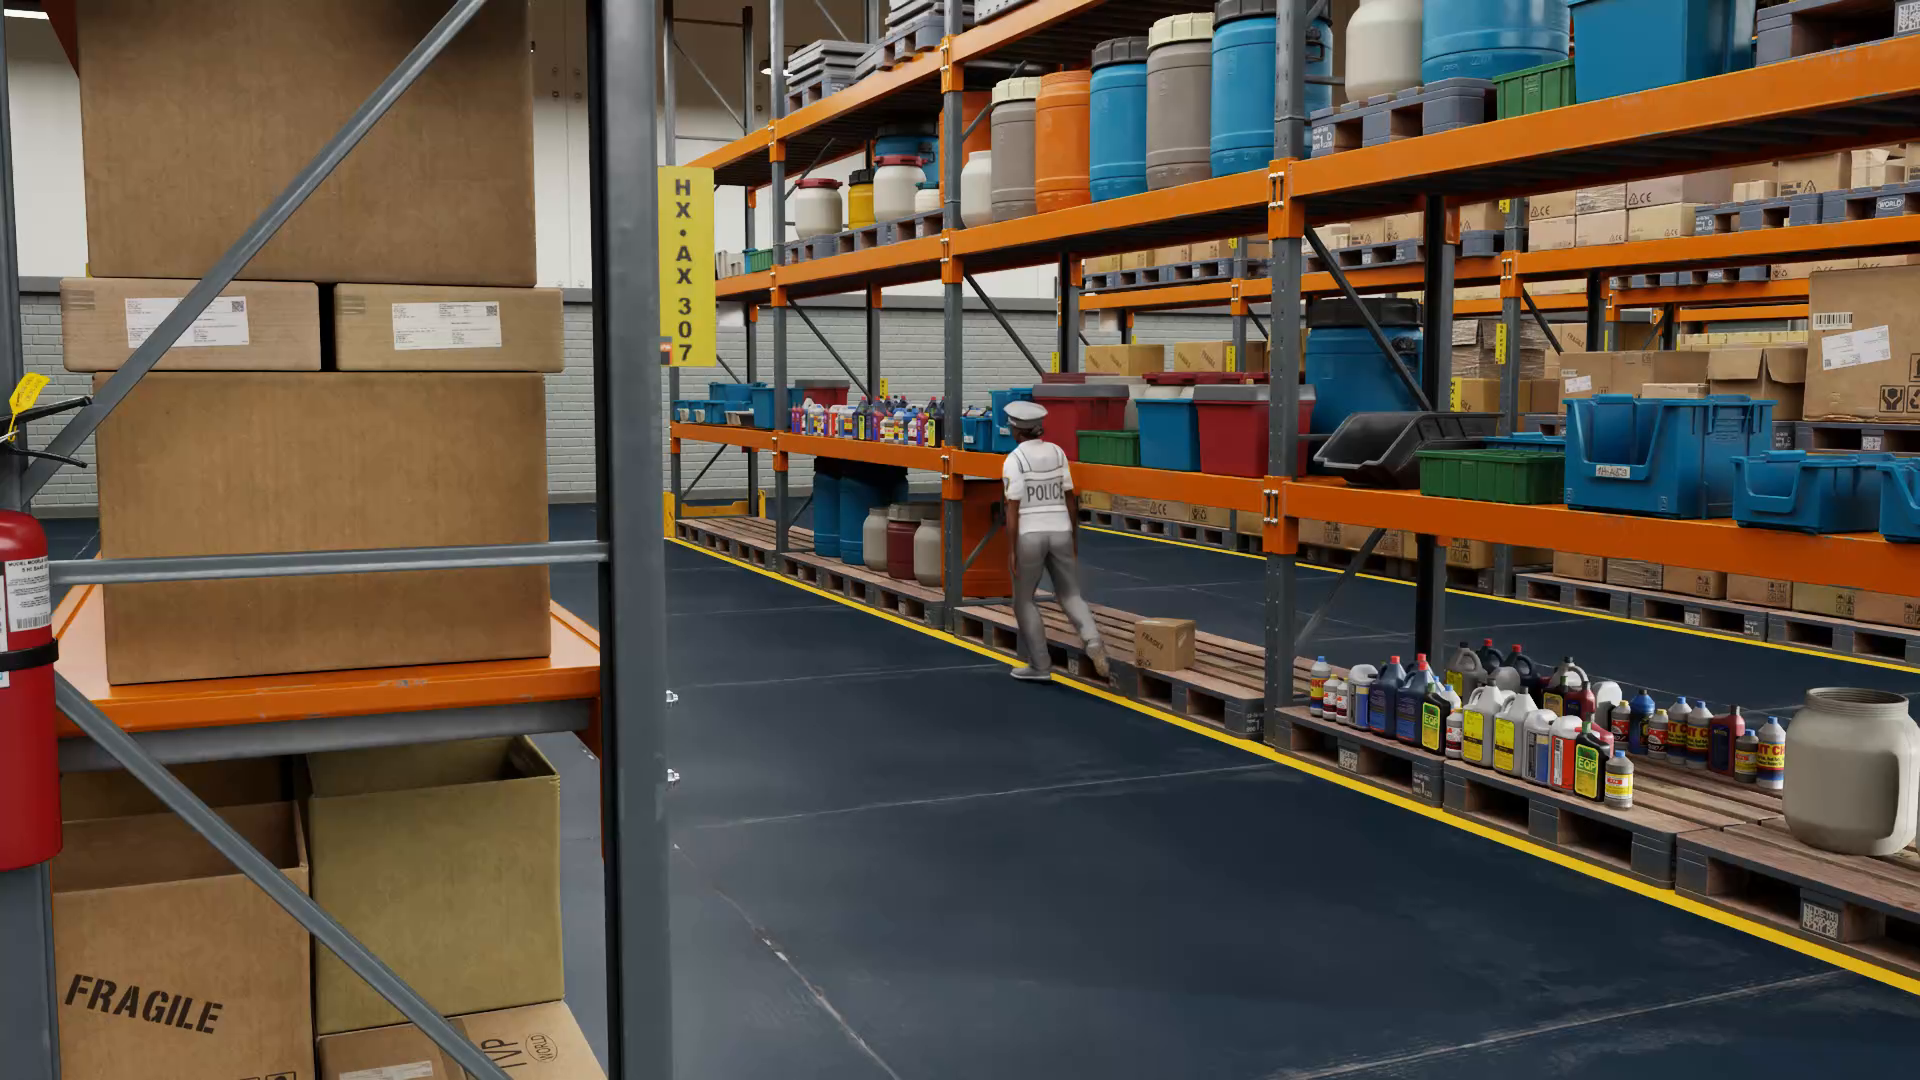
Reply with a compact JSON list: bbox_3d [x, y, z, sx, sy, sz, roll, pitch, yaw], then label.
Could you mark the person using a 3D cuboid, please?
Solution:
[{"bbox_3d":[0.551,0.023,9.701,0.525,1.657,0.682,-3,6,-29],"label":"person"}]
